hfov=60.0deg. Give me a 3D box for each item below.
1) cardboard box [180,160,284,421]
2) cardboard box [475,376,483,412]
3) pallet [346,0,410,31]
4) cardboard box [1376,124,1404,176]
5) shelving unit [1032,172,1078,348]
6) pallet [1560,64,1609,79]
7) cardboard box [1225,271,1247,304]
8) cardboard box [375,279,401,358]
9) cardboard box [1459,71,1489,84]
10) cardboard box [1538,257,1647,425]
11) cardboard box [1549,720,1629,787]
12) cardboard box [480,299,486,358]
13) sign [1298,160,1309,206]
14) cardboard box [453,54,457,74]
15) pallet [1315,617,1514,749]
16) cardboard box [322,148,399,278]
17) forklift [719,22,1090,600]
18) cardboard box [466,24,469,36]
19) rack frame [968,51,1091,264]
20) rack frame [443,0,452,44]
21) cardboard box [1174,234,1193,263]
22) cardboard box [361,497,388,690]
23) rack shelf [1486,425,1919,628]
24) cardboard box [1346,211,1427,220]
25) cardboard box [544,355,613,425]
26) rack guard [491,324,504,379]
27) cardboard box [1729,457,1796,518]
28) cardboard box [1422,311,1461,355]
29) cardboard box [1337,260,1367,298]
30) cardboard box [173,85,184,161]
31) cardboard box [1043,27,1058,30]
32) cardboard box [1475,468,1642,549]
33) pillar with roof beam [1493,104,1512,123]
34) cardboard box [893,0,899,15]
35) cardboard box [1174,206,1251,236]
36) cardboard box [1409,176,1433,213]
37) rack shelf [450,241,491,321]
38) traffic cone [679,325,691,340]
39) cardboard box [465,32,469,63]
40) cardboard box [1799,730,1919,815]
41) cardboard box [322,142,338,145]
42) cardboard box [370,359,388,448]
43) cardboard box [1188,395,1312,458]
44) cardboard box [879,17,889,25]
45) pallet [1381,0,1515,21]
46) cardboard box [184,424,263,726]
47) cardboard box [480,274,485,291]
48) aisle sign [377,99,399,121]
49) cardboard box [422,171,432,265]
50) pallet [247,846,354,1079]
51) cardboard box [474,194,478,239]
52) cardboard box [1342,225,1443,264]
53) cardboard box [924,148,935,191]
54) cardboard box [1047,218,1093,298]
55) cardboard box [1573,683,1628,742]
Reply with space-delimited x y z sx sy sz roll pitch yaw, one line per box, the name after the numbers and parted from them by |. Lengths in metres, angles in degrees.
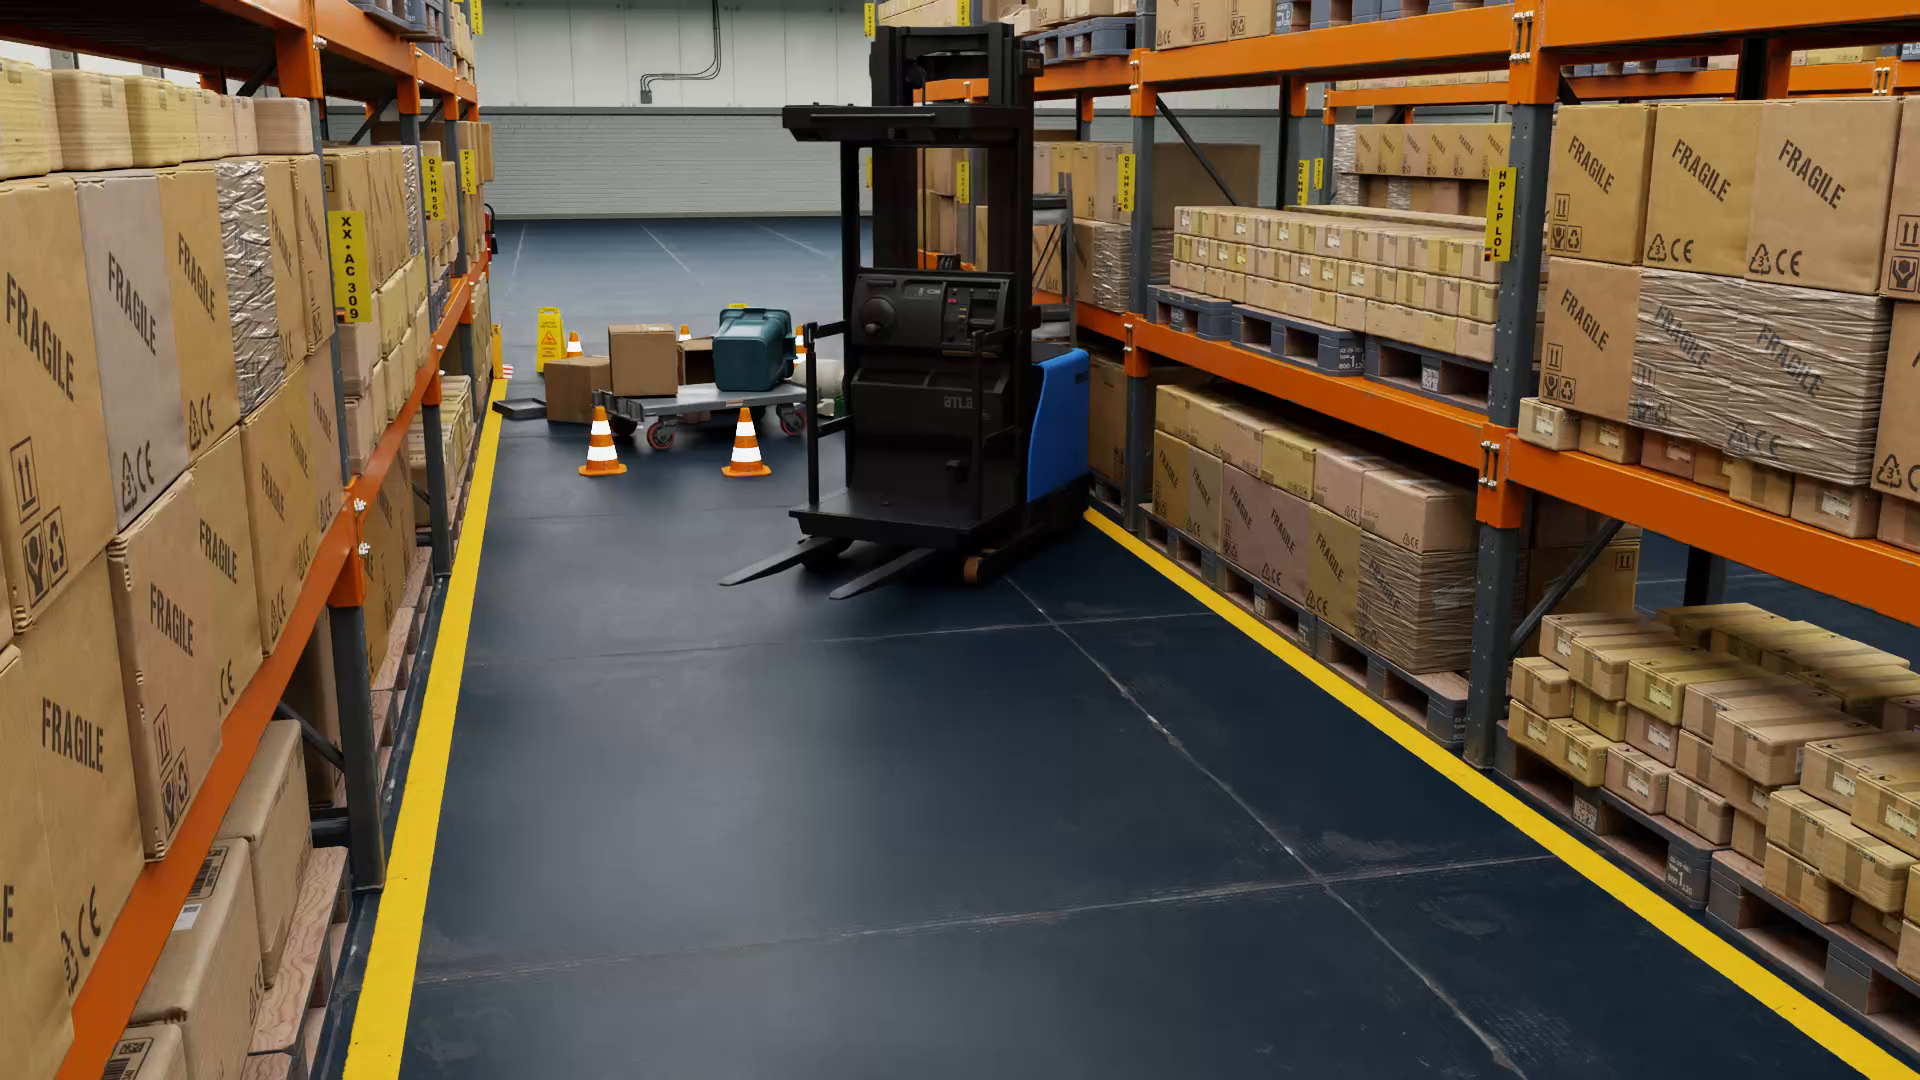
-1.726 -0.524 3.435 0.500 0.500 0.500 -3 14 -12 | cardboard box
-4.100 -1.183 13.357 0.500 0.250 0.500 -4 14 -16 | cardboard box
-2.816 -2.203 6.700 1.003 0.211 1.213 -3 14 -11 | pallet
4.563 -3.944 16.807 0.500 0.500 0.500 -3 14 -13 | cardboard box
0.527 -1.297 10.761 0.431 2.100 0.503 -3 13 -1 | shelving unit
5.450 -3.933 13.782 1.213 0.211 1.003 -3 14 -13 | pallet
1.604 -1.321 8.658 0.380 0.149 0.250 -3 14 -11 | cardboard box
-2.417 -0.842 6.315 0.500 0.250 0.500 -3 14 -12 | cardboard box
4.936 -4.312 15.251 0.500 0.250 0.500 -3 14 -12 | cardboard box
2.314 -0.682 5.560 0.500 0.500 0.500 -4 14 -14 | cardboard box
2.279 0.727 5.753 0.380 0.149 0.250 -3 14 -12 | cardboard box
-4.357 -1.790 14.261 0.500 0.500 0.500 -3 14 -10 | cardboard box
2.029 -2.096 9.914 0.100 0.325 0.005 -3 14 -13 | sign
-4.063 -3.648 12.747 0.380 0.149 0.250 -3 14 -13 | cardboard box
2.259 0.558 7.198 1.003 0.211 1.213 -3 14 -13 | pallet
-2.558 -1.320 6.693 0.500 0.500 0.500 -4 14 -14 | cardboard box
-0.254 -1.289 9.027 1.130 2.935 3.031 6 15 23 | forklift
-4.797 -4.747 15.566 0.380 0.149 0.250 -3 14 -13 | cardboard box
0.564 -2.463 13.687 1.000 3.000 0.127 -3 14 -13 | rack frame
-4.224 -5.078 11.750 1.000 3.000 0.127 -3 14 -13 | rack frame
1.422 -1.644 9.352 0.380 0.149 0.250 -3 14 -11 | cardboard box
-2.788 0.164 6.528 0.875 0.875 0.875 -3 14 -12 | cardboard box
2.913 0.194 4.329 1.077 0.370 4.000 -3 14 -13 | rack shelf
2.249 -1.643 8.724 0.380 0.149 0.250 -3 14 -12 | cardboard box
-3.153 -1.273 14.080 0.500 0.500 0.500 7 15 26 | cardboard box
-5.145 -1.854 16.464 1.175 0.500 0.348 -3 14 -13 | rack guard
2.492 -0.173 4.842 0.380 0.149 0.250 -3 14 -12 | cardboard box
2.095 -0.840 6.688 0.380 0.149 0.250 -3 14 -13 | cardboard box
1.911 -1.165 7.394 0.380 0.149 0.250 -4 14 -16 | cardboard box
-1.652 -0.760 3.032 0.380 0.149 0.250 -3 14 -13 | cardboard box
0.798 -3.664 11.470 0.396 0.266 0.258 -3 14 -13 | cardboard box
2.526 -0.156 7.048 0.500 0.250 0.500 -4 14 -16 | cardboard box
10.098 -12.564 42.394 9.100 9.000 0.400 -3 14 -13 | pillar with roof beam
-0.429 -5.090 15.876 0.380 0.149 0.250 -3 14 -13 | cardboard box
1.425 -1.792 9.334 0.380 0.149 0.250 -3 14 -13 | cardboard box
4.988 -3.361 16.525 0.875 0.500 0.500 -3 14 -13 | cardboard box
-4.694 -2.275 14.436 1.077 0.370 4.000 -3 14 -13 | rack shelf
-2.809 -1.967 17.003 0.336 0.463 0.334 -3 14 -13 | traffic cone
-4.417 -4.160 14.003 0.500 0.250 0.500 -3 14 -13 | cardboard box
2.645 0.669 4.738 0.380 0.149 0.250 -4 14 -16 | cardboard box
-3.943 -2.314 9.991 0.380 0.149 0.250 -4 14 -16 | cardboard box
-2.315 -0.481 5.890 0.500 0.250 0.500 -4 14 -15 | cardboard box
1.549 -0.604 8.882 0.500 0.250 0.500 -3 14 -14 | cardboard box
-0.512 -5.041 16.514 0.500 0.250 0.500 -3 14 -13 | cardboard box
2.401 -2.131 6.406 1.213 0.211 1.003 -3 14 -13 | pallet
-1.621 0.082 3.062 0.500 0.500 0.500 -3 14 -11 | cardboard box
-4.514 -2.324 15.083 0.380 0.149 0.250 -3 14 -12 | cardboard box
-5.479 -4.346 15.918 0.394 0.787 0.004 -3 14 -13 | aisle sign
-3.165 -1.754 9.066 0.500 0.500 0.500 -4 14 -15 | cardboard box
-2.242 1.217 4.503 1.003 0.211 1.213 -3 14 -13 | pallet
-4.440 -2.820 14.312 0.500 0.500 0.500 -3 14 -13 | cardboard box
1.920 -1.309 7.355 0.380 0.149 0.250 -4 14 -15 | cardboard box
0.143 -3.522 15.430 0.875 0.550 0.500 -3 14 -13 | cardboard box
0.904 -1.908 11.205 0.500 0.500 0.500 -4 14 -14 | cardboard box
2.364 0.574 5.752 0.380 0.149 0.250 -3 14 -13 | cardboard box
